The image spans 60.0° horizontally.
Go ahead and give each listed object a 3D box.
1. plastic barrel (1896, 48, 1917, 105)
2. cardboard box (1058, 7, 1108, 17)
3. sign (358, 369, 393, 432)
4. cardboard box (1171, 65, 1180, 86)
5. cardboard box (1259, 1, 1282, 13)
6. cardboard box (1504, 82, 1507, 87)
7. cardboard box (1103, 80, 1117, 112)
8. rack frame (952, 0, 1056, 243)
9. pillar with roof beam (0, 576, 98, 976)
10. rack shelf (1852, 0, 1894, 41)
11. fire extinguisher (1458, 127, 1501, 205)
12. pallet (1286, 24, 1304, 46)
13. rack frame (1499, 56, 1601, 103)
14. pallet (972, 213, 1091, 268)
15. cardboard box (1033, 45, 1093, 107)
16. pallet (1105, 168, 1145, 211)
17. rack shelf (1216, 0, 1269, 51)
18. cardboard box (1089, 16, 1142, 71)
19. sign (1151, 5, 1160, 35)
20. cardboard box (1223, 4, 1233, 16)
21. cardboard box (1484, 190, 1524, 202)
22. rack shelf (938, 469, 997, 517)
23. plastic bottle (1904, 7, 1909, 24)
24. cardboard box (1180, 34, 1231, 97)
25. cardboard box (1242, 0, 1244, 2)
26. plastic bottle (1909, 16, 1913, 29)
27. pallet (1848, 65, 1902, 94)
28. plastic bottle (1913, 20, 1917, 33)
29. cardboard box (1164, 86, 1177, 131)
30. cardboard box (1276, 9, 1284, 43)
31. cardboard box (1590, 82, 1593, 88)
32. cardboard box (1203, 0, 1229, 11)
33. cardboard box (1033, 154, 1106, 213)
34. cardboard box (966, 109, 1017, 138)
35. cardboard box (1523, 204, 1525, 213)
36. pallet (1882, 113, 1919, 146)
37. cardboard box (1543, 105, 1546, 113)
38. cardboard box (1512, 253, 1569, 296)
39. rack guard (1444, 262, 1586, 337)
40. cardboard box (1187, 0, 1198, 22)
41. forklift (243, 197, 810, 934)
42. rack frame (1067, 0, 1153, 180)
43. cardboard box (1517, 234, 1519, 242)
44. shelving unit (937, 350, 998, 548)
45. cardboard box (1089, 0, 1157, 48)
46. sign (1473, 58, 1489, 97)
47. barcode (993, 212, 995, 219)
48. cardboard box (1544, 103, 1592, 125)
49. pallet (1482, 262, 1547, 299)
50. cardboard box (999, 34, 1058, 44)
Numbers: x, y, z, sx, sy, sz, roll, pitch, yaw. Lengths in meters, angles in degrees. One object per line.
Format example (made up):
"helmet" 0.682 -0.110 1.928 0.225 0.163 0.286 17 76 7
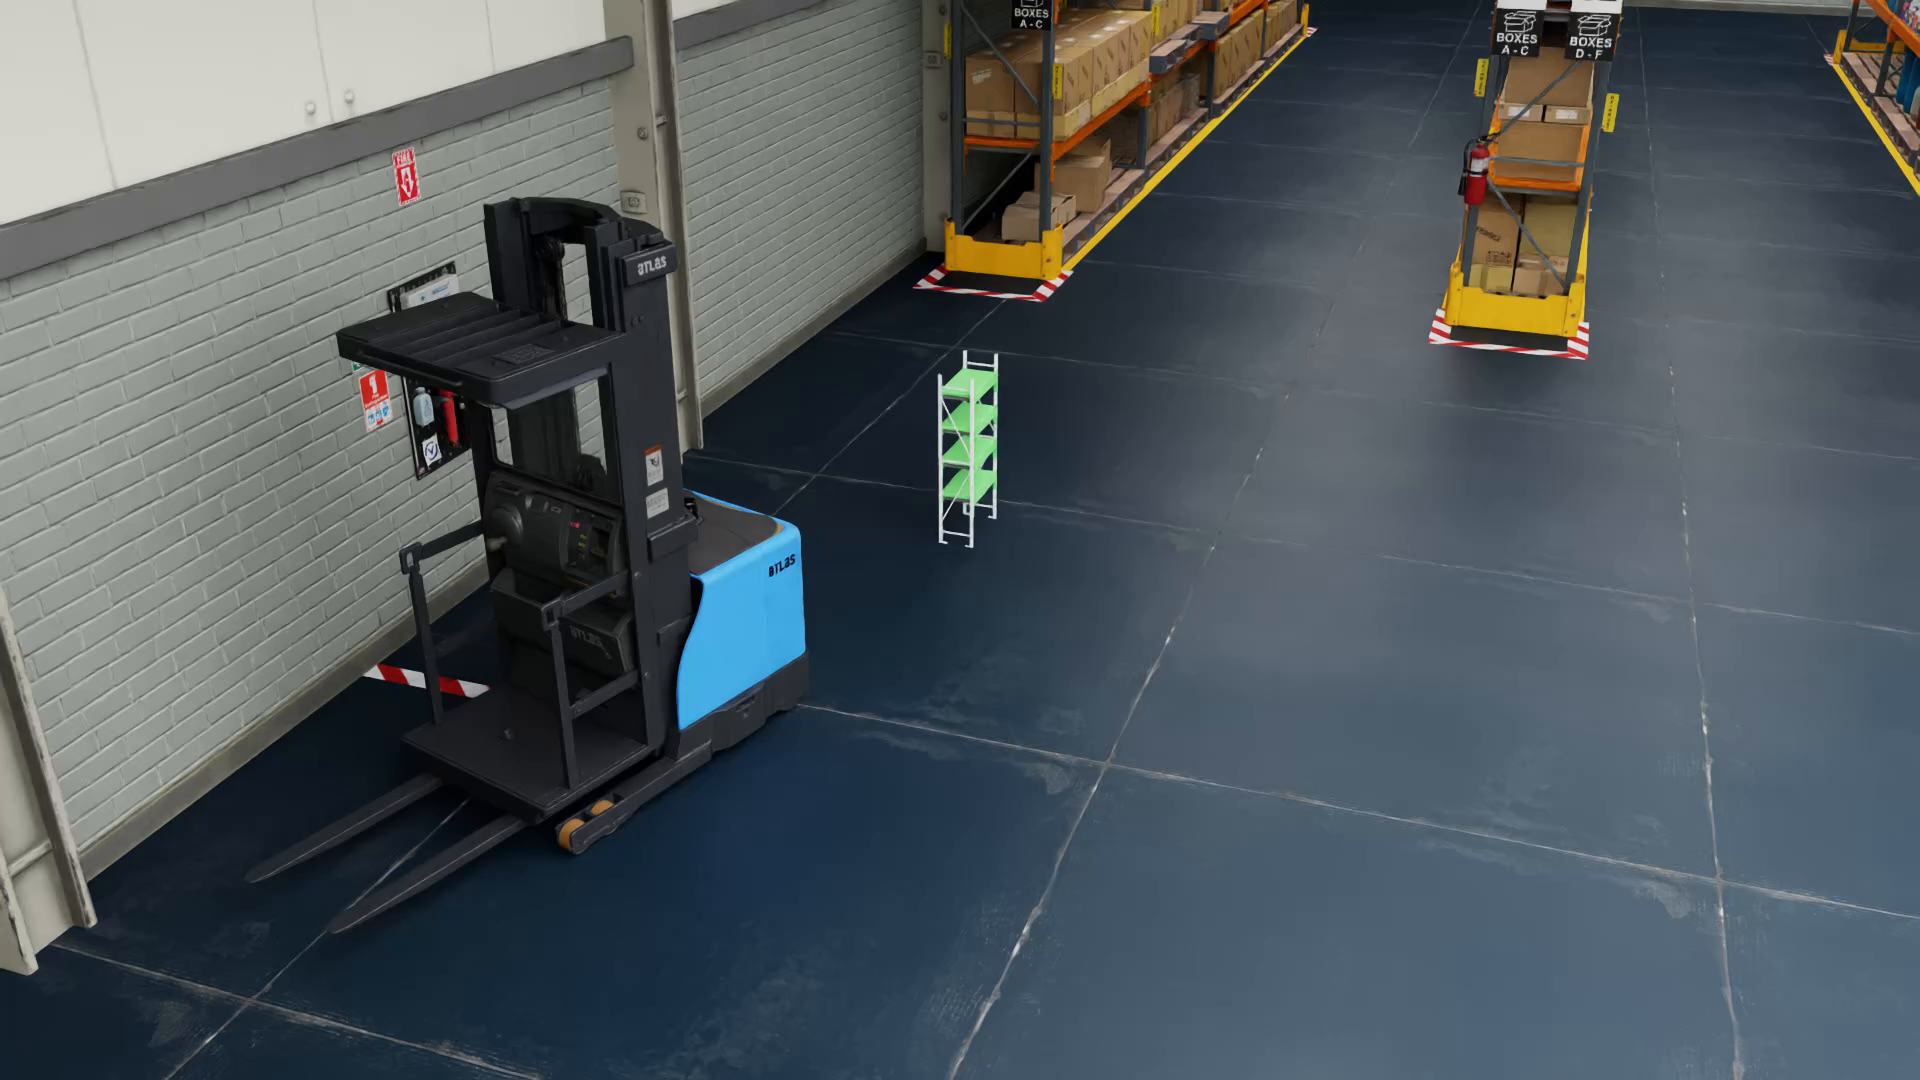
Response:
"plastic barrel" 13.549 -6.577 23.319 0.600 0.901 0.708 9 27 17
"cardboard box" 1.388 -5.819 19.115 0.500 0.500 0.500 8 27 16
"sign" -3.308 -0.800 9.420 0.001 0.329 0.234 9 27 17
"cardboard box" 2.633 -6.229 22.175 0.500 0.250 0.500 9 27 18
"cardboard box" 5.209 -8.968 27.972 0.380 0.149 0.250 8 27 16
"cardboard box" 5.287 -4.180 15.582 0.380 0.149 0.250 9 27 18
"cardboard box" 1.377 -4.787 17.843 0.500 0.250 0.500 9 27 18
"rack frame" 0.411 -4.059 16.192 1.000 3.000 0.127 9 27 17
"pillar with roof beam" -0.106 -1.617 4.263 9.100 9.000 0.400 9 27 17
"rack shelf" 14.412 -8.052 25.264 1.077 0.370 4.000 9 27 17
"fire extinguisher" 4.606 -3.326 14.767 0.296 0.674 0.183 9 27 17
"pallet" 5.543 -9.039 29.677 1.003 0.211 1.213 9 27 17
"rack frame" 6.414 -4.986 18.106 1.000 3.000 0.127 9 27 17
"pallet" 0.740 -3.164 17.543 1.003 0.211 1.213 9 27 17
"cardboard box" 1.027 -4.692 16.788 0.500 0.500 0.500 9 27 18
"pallet" 1.551 -4.167 19.614 1.003 0.211 1.213 9 27 17
"rack shelf" 3.738 -7.845 24.836 1.077 0.370 4.000 9 27 17
"cardboard box" 1.715 -5.537 18.532 0.500 0.500 0.500 9 27 17
"sign" 2.256 -6.017 19.242 0.100 0.325 0.005 9 27 17
"cardboard box" 3.661 -7.544 23.654 0.380 0.149 0.250 10 27 19
"cardboard box" 5.300 -3.308 16.453 0.500 0.500 0.500 9 27 17
"rack shelf" 0.055 -0.335 11.261 0.258 0.148 0.480 9 27 17
"plastic bottle" 13.124 -7.262 22.955 0.097 0.271 0.097 0 26 0
"cardboard box" 3.441 -6.851 23.943 0.750 0.750 0.750 8 27 17
"cardboard box" 4.094 -8.191 24.990 0.380 0.149 0.250 8 27 16
"plastic bottle" 12.982 -7.055 22.608 0.097 0.201 0.097 0 26 0
"pallet" 14.359 -7.110 25.692 1.003 0.211 1.213 9 27 17
"plastic bottle" 12.860 -6.905 22.298 0.097 0.201 0.097 0 26 0
"cardboard box" 2.463 -5.713 21.971 0.700 0.500 0.500 9 27 17
"cardboard box" 5.093 -8.764 28.294 0.700 0.500 0.500 9 27 19
"cardboard box" 5.759 -4.234 15.693 0.380 0.149 0.250 8 27 16
"cardboard box" 3.476 -7.697 23.226 0.500 0.500 0.500 10 27 19
"cardboard box" 1.207 -3.932 18.292 0.700 0.500 0.500 7 27 14
"cardboard box" 0.383 -4.221 16.675 0.500 0.250 0.500 9 27 18
"cardboard box" 5.974 -3.791 18.311 0.500 0.250 0.500 9 27 17
"pallet" 13.046 -5.485 22.336 1.003 0.211 1.213 9 27 17
"cardboard box" 5.421 -3.794 15.529 0.700 0.500 0.500 9 27 19
"cardboard box" 5.471 -2.482 15.607 0.500 0.250 0.500 9 27 17
"rack guard" 5.075 -2.207 15.235 1.175 0.500 0.348 9 27 17
"cardboard box" 2.765 -7.162 21.980 0.700 0.500 0.500 6 27 13
"forklift" -2.110 -0.032 7.952 1.130 2.935 3.031 17 31 32
"rack frame" 1.742 -5.703 19.587 1.000 3.000 0.127 9 27 17
"cardboard box" 5.303 -2.970 16.615 0.500 0.250 0.500 9 27 17
"shelving unit" 0.055 -0.608 11.129 0.258 1.200 0.503 9 27 17
"cardboard box" 1.943 -6.150 19.891 0.700 0.500 0.500 9 27 18
"sign" 4.576 -4.054 14.581 0.100 0.325 0.005 9 27 17
"barcode" 0.354 -3.388 17.375 0.001 0.075 0.075 9 27 17
"cardboard box" 5.417 -3.809 14.817 0.380 0.149 0.250 9 27 17
"pallet" 5.298 -2.408 15.980 1.003 0.211 1.213 9 27 17
"cardboard box" 0.712 -4.981 17.385 0.500 0.500 0.500 8 27 16
